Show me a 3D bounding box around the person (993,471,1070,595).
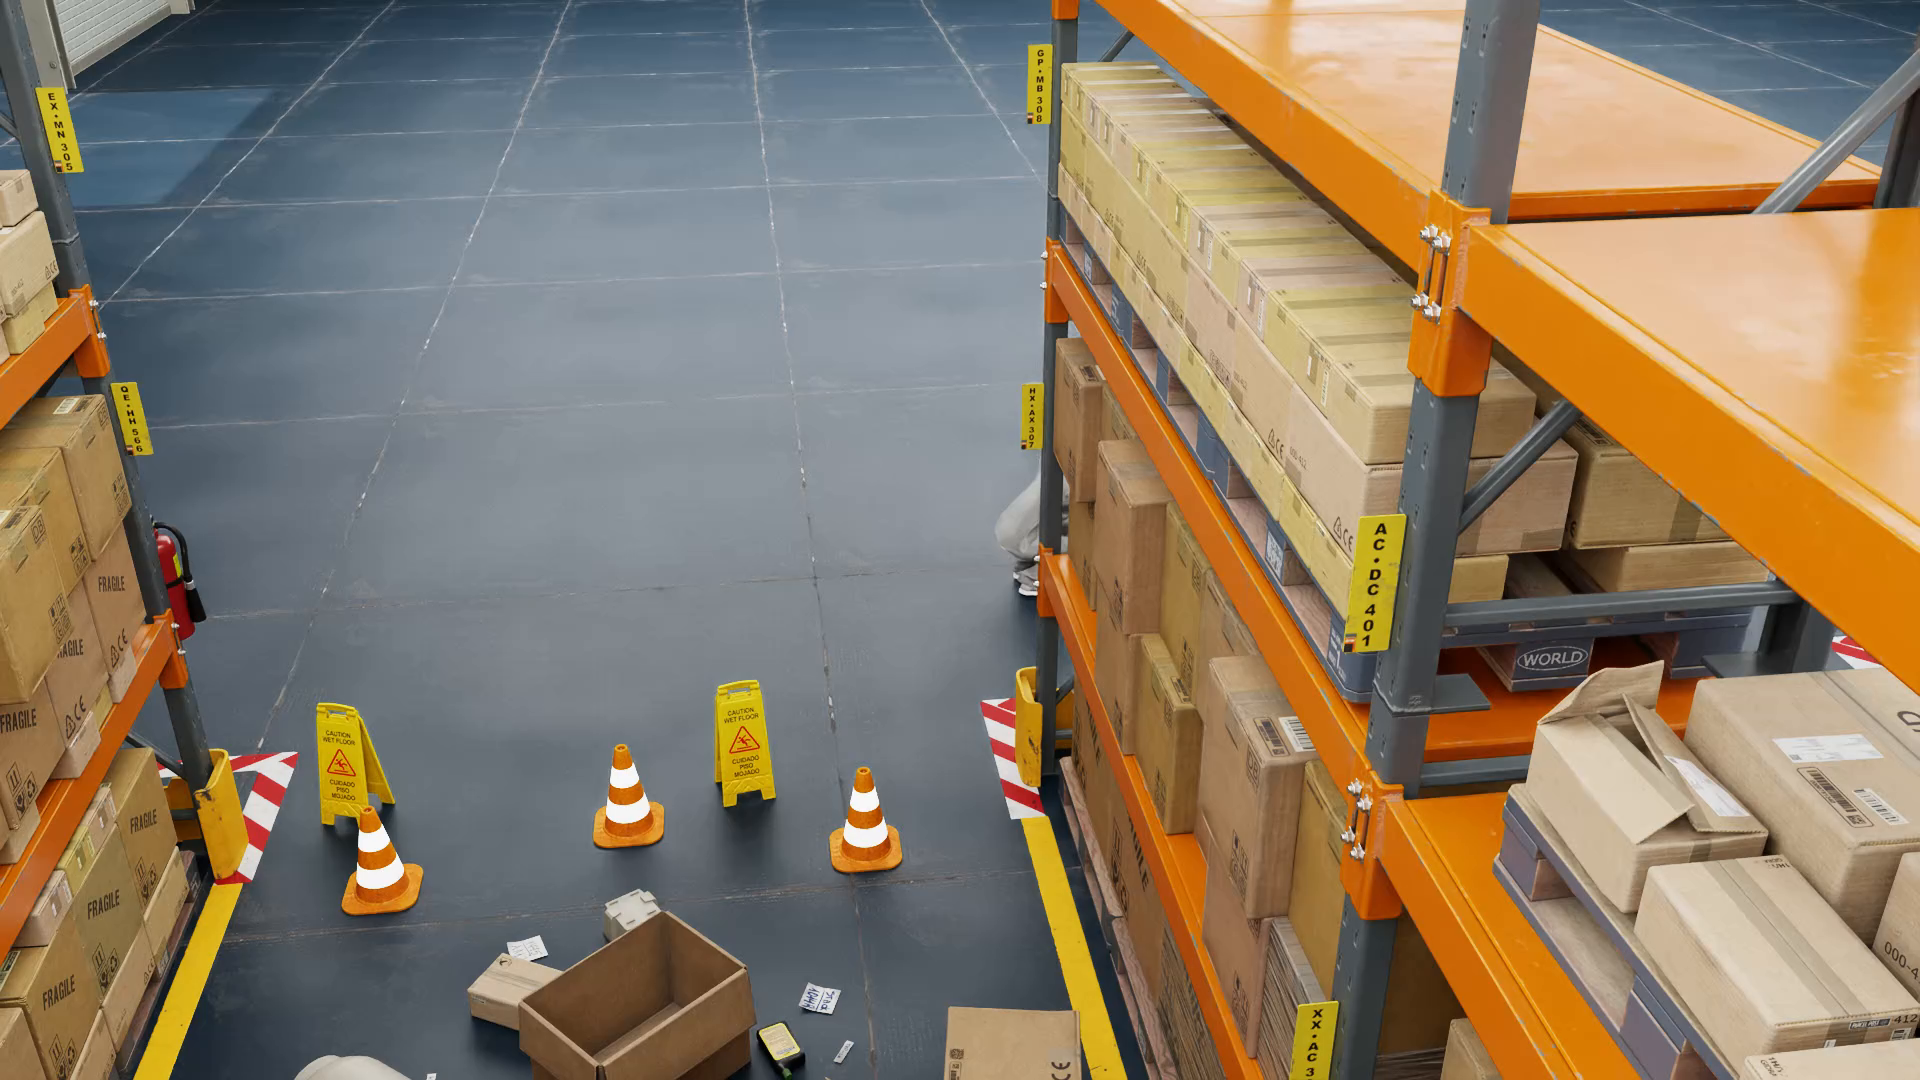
[{"bbox_3d":[0.608,-0.123,10.099,0.824,0.895,0.423,-4,28,-8],"label":"person"}]
